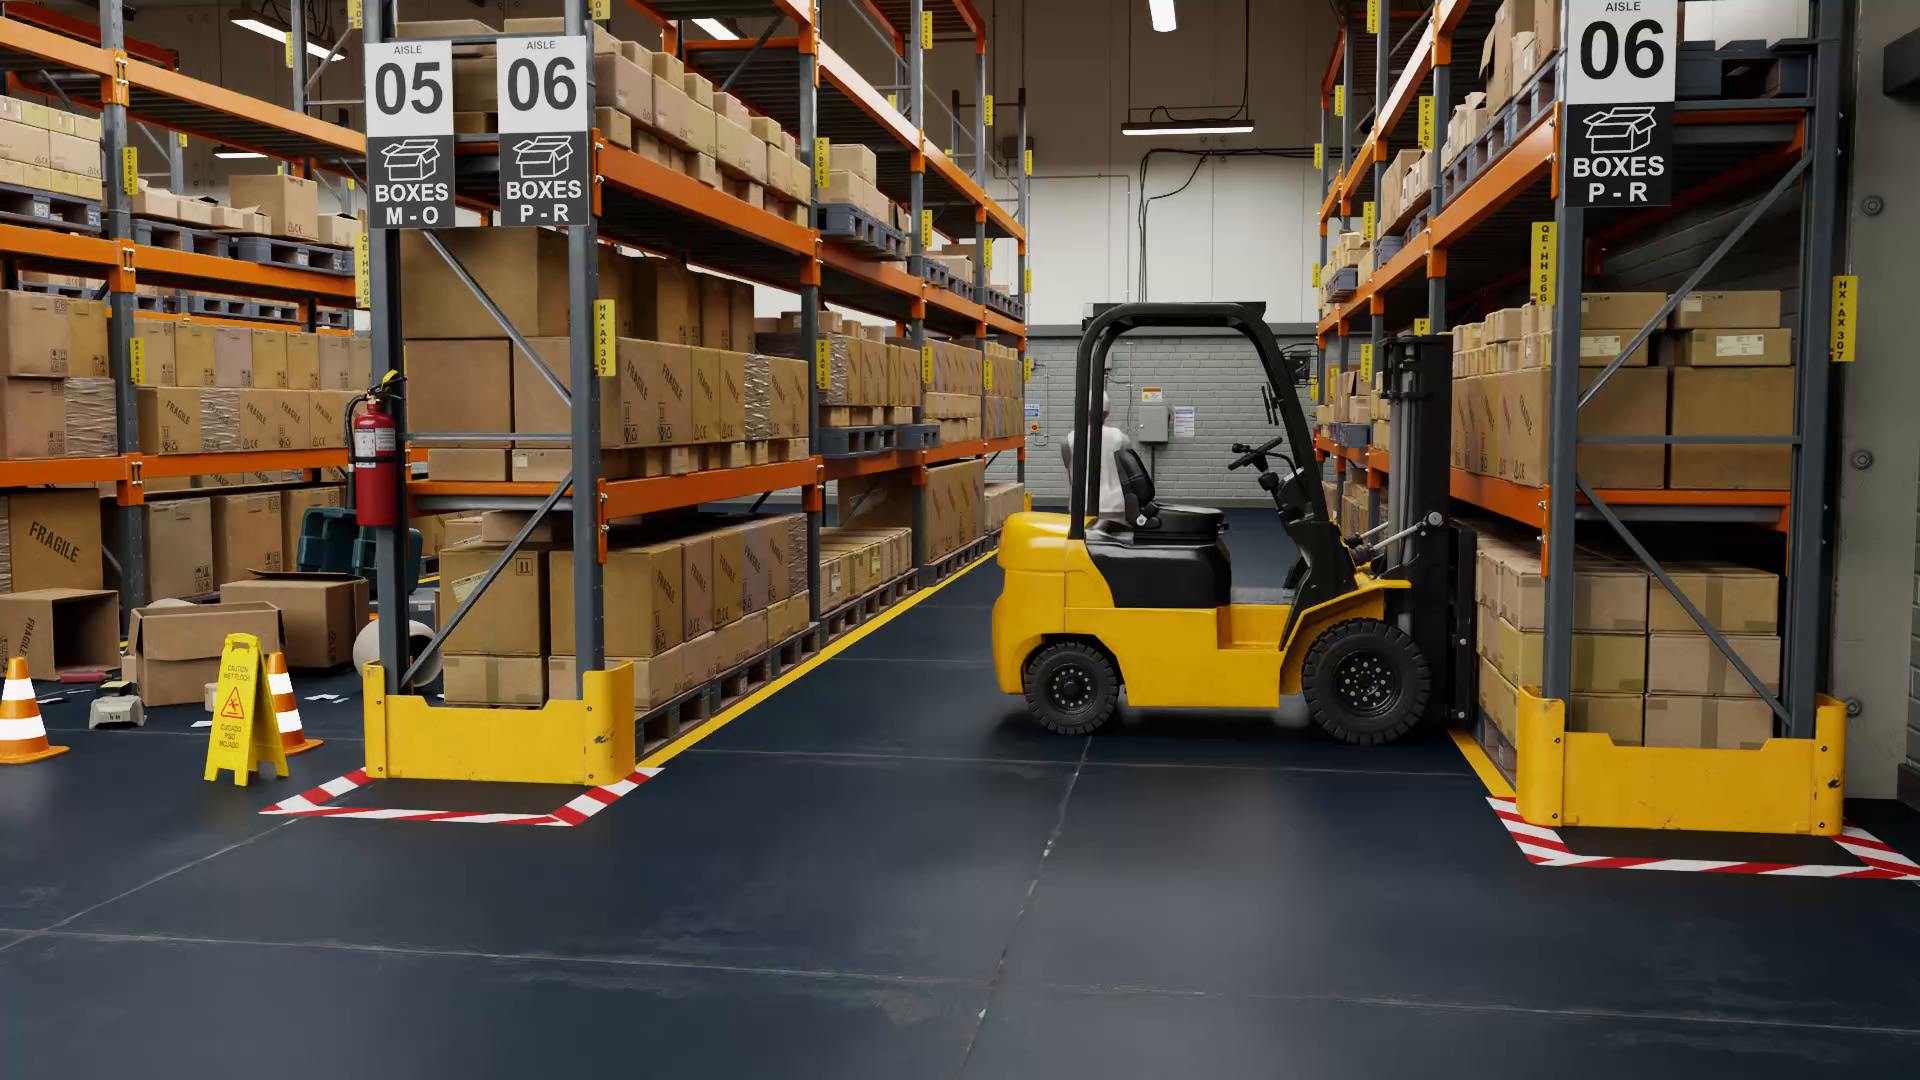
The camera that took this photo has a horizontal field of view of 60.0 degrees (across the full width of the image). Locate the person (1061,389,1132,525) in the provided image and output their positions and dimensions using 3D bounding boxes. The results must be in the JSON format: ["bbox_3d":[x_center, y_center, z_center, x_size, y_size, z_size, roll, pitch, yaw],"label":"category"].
[{"bbox_3d":[0.967,-0.175,11.701,0.495,1.786,0.558,1,4,9],"label":"person"}]
